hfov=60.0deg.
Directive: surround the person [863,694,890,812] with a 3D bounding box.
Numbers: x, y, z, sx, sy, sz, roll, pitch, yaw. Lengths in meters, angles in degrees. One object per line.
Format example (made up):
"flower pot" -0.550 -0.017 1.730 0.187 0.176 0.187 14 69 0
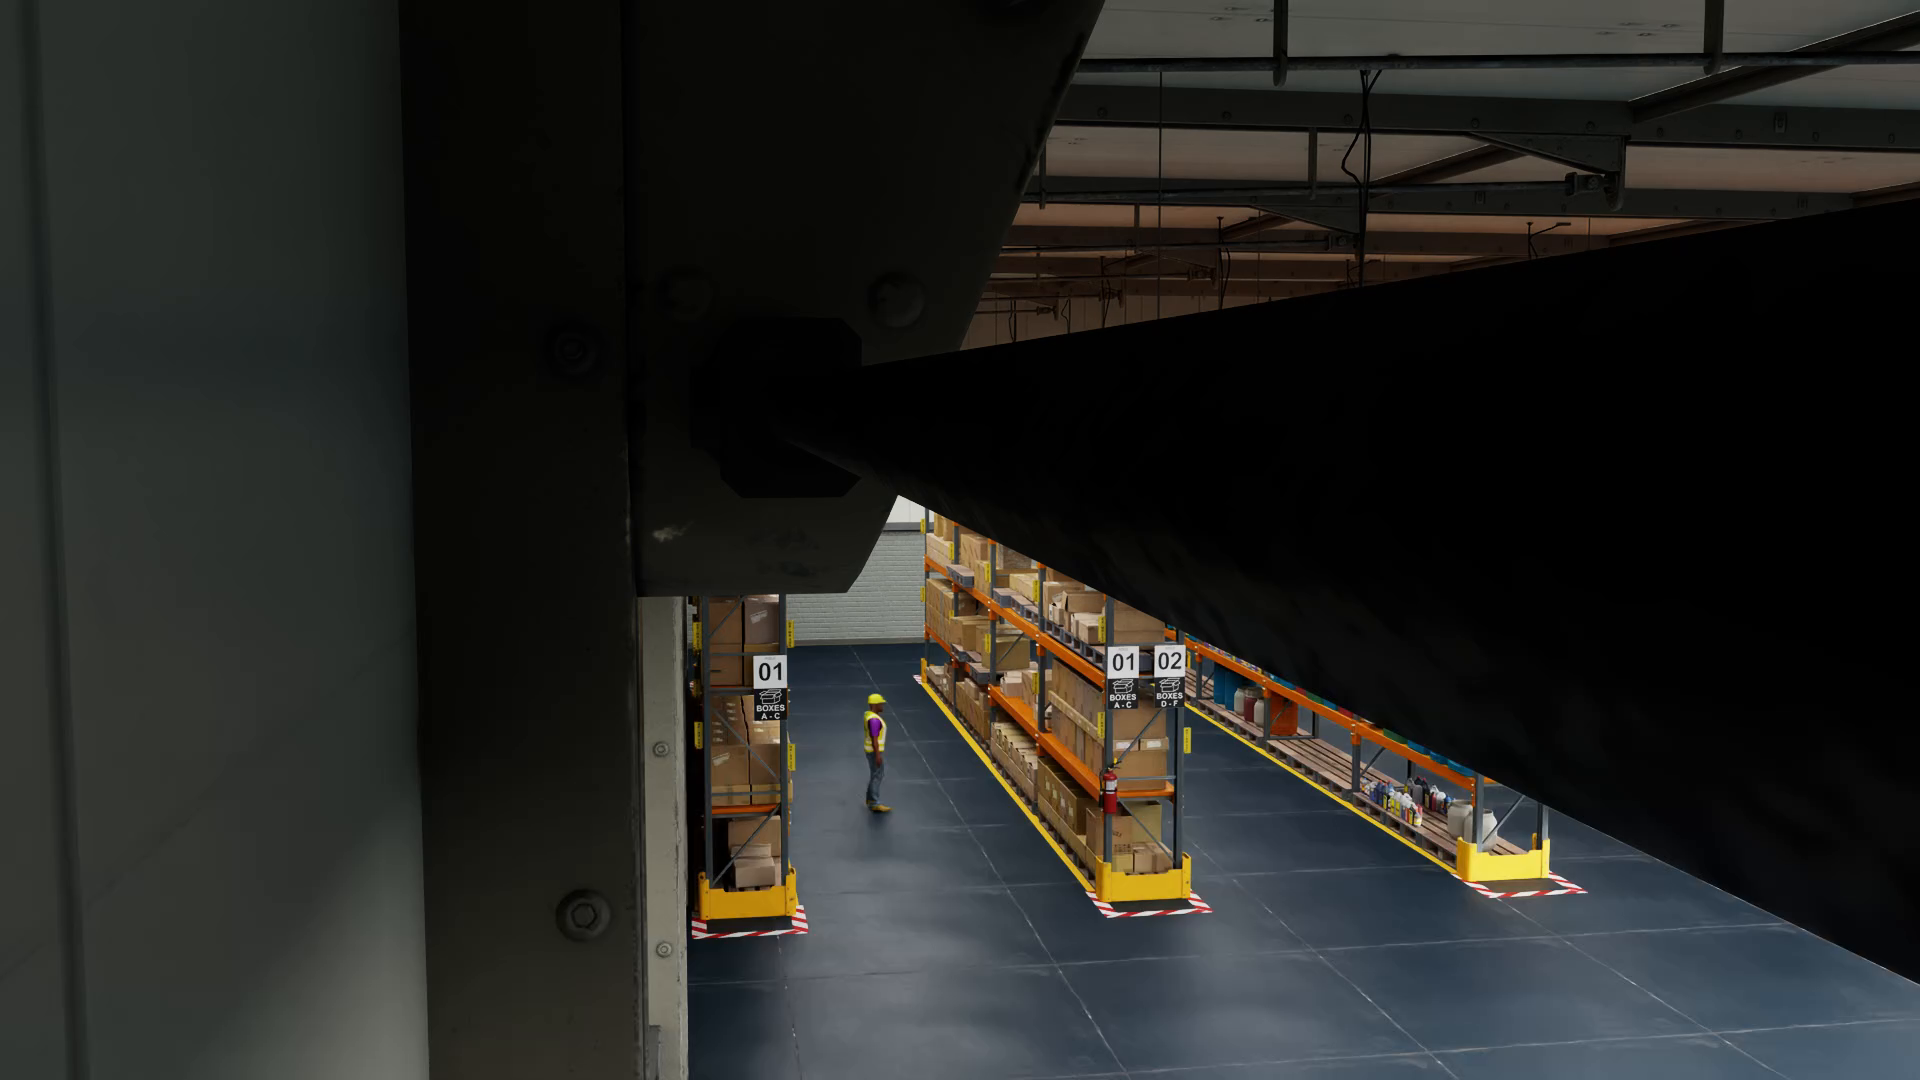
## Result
"person" -1.272 3.263 25.334 0.390 1.851 0.650 -1 5 -8
